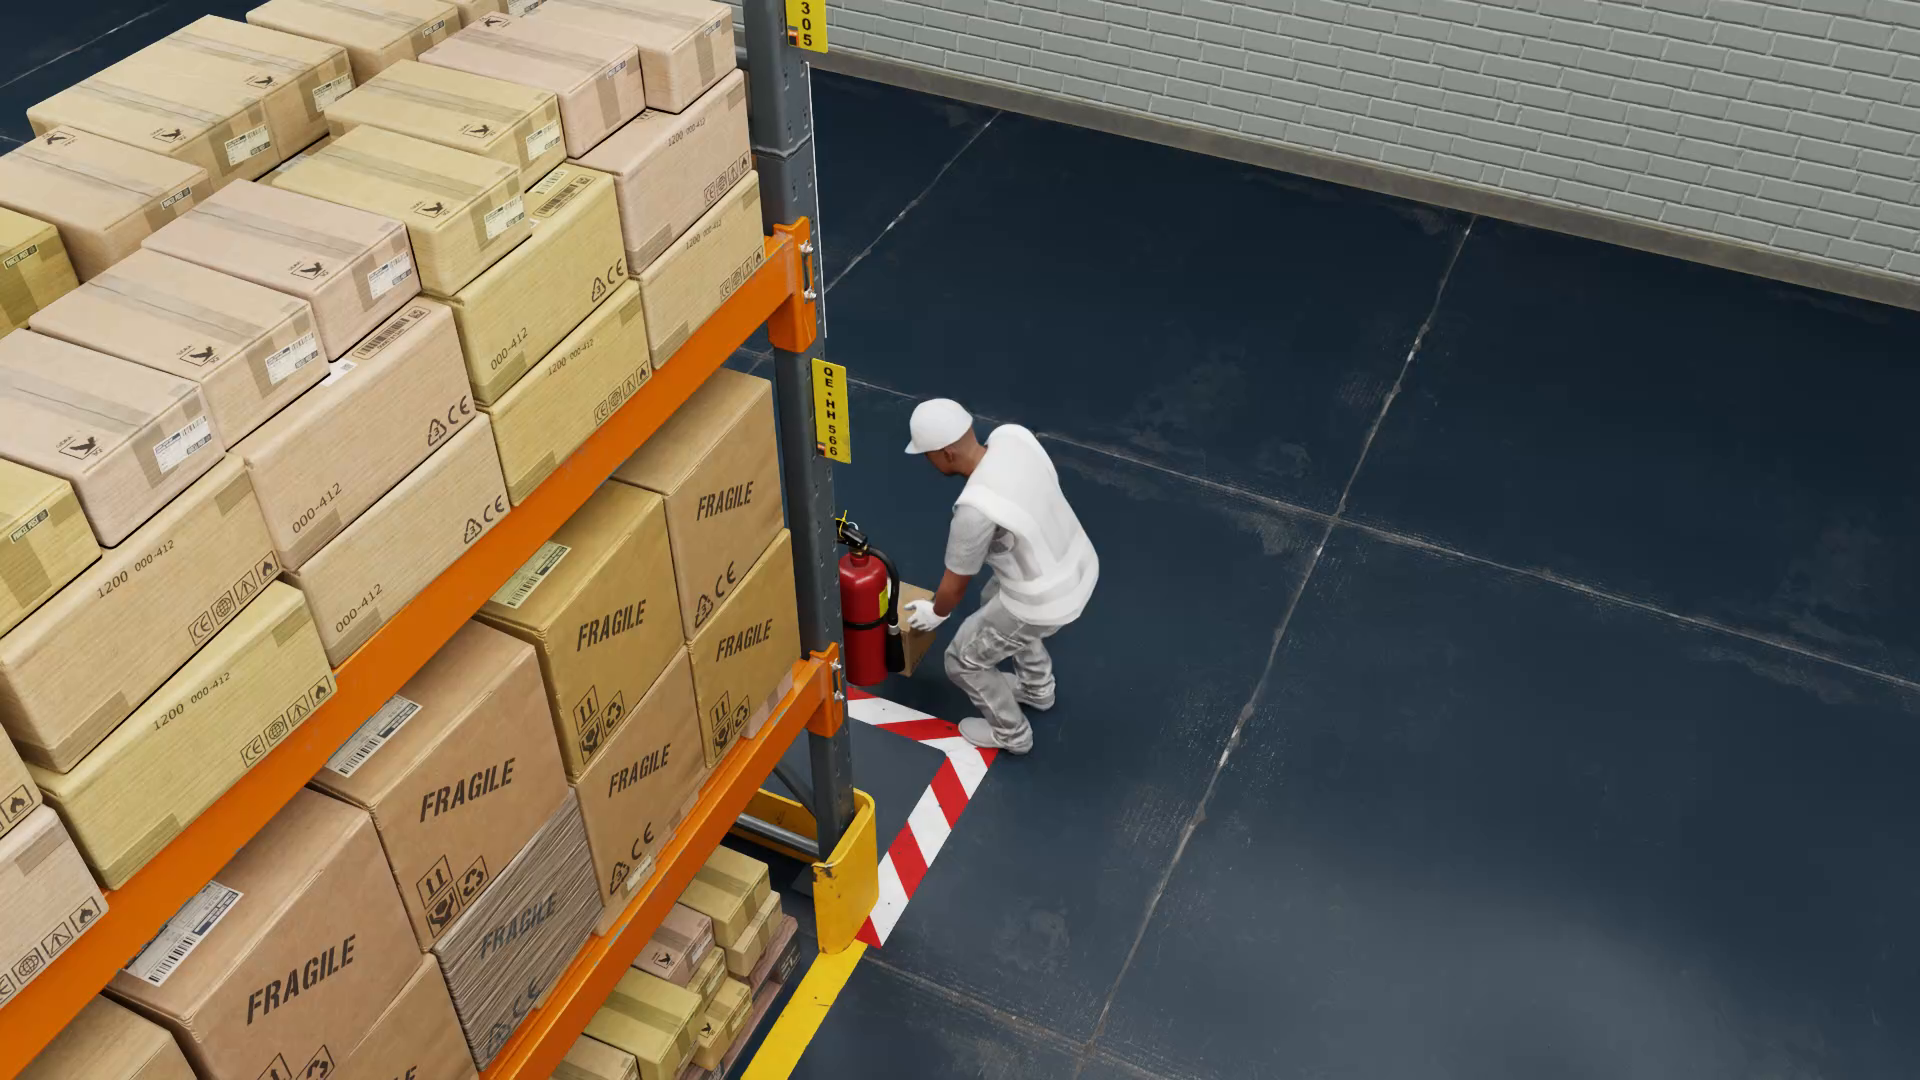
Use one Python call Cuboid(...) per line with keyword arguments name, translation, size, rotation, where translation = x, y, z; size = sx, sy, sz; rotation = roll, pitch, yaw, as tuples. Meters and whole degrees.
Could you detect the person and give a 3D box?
Cuboid(name="person", translation=(0.142, 0.156, 6.164), size=(0.696, 1.526, 0.608), rotation=(16, 44, 17))
